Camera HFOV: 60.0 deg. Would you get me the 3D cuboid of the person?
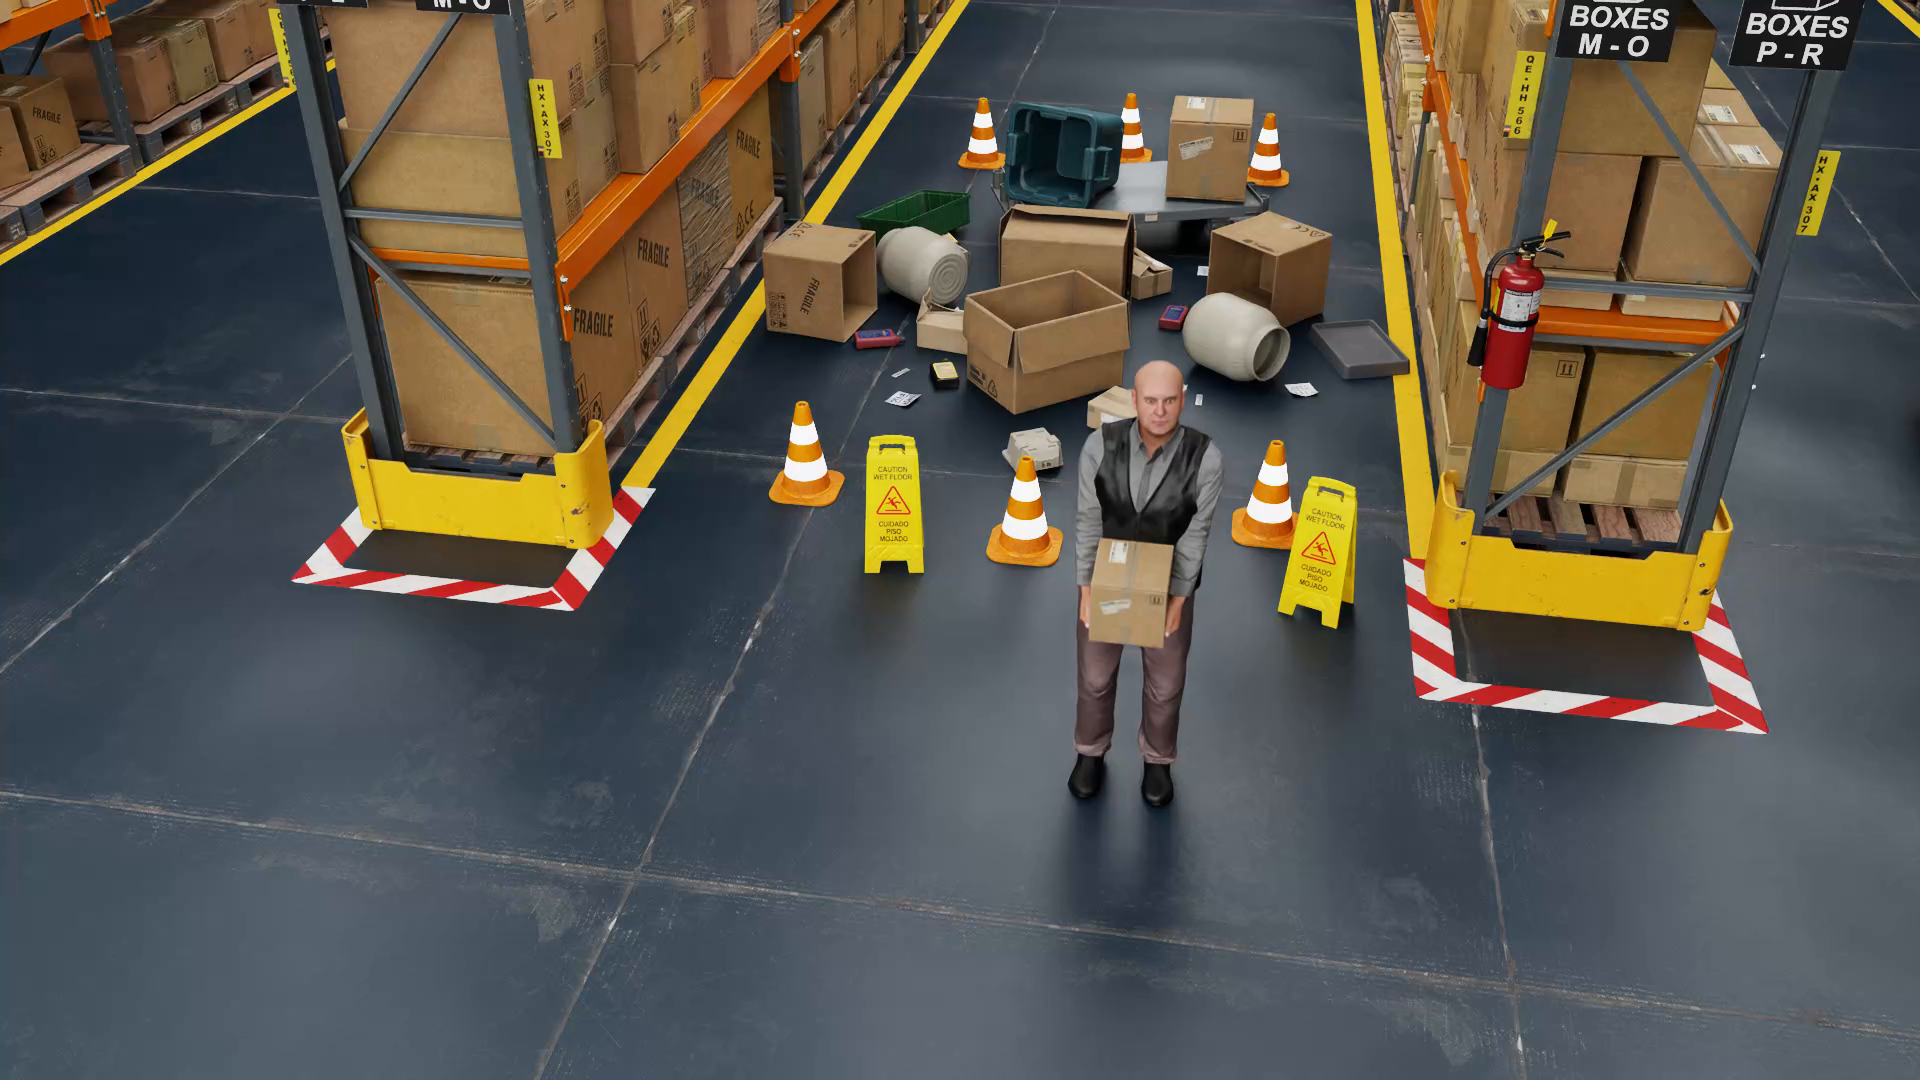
[{"bbox_3d":[0.629,0.220,5.819,0.494,1.712,0.549,6,33,9],"label":"person"}]
